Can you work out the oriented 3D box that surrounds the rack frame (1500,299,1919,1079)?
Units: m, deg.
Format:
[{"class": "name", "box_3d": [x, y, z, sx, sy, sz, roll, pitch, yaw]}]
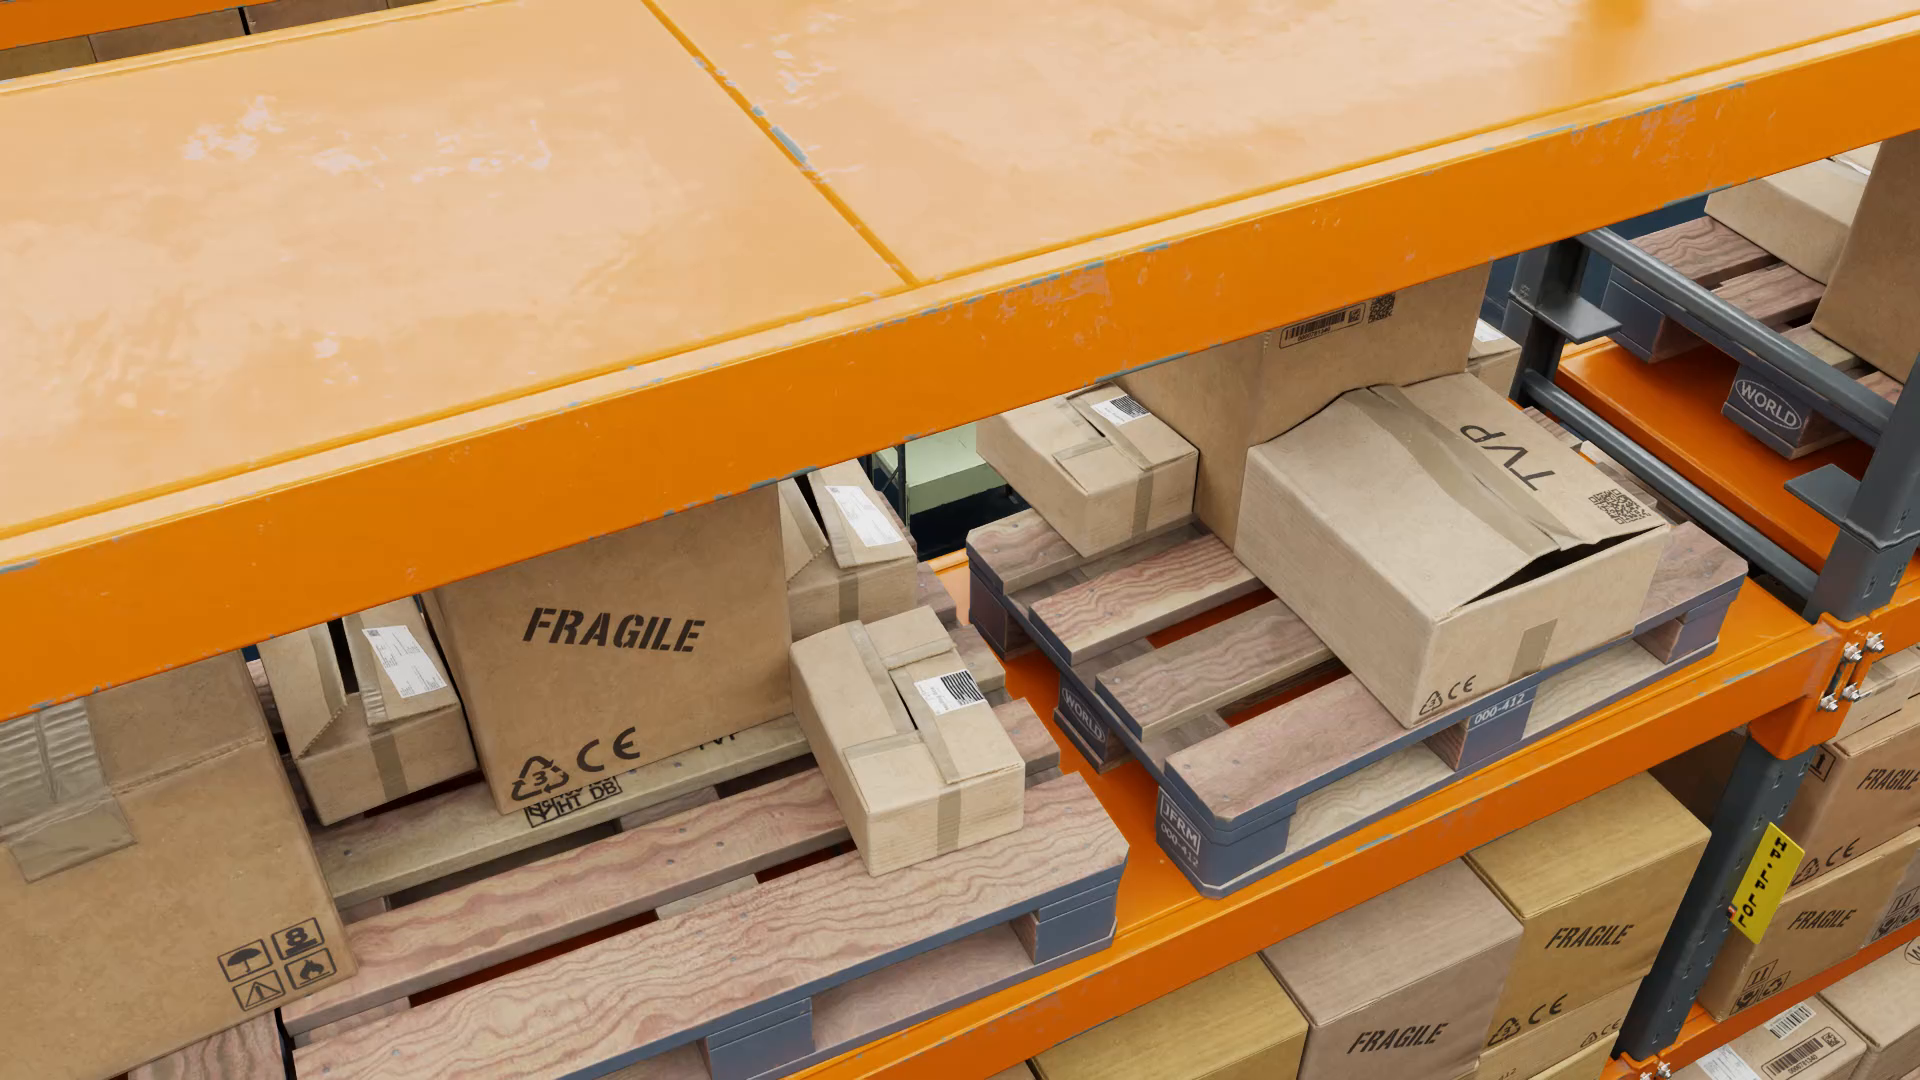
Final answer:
[{"class": "rack frame", "box_3d": [1.518, 0.865, 4.395, 0.127, 3.000, 1.000, -19, 44, -21]}]

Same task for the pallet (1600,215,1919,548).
[{"class": "pallet", "box_3d": [2.249, -0.484, 3.736, 1.213, 0.211, 1.003, -19, 44, -21]}]

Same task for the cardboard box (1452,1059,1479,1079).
[{"class": "cardboard box", "box_3d": [0.800, 1.156, 3.781, 0.500, 0.250, 0.500, -18, 43, -20]}]

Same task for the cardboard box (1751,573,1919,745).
[{"class": "cardboard box", "box_3d": [1.918, 0.253, 3.766, 0.250, 0.149, 0.380, -19, 44, -21]}]

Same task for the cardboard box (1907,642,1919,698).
[{"class": "cardboard box", "box_3d": [2.138, 0.167, 3.867, 0.250, 0.149, 0.380, -18, 43, -20]}]

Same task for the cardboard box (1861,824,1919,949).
[{"class": "cardboard box", "box_3d": [2.503, 0.689, 4.525, 0.500, 0.500, 0.500, -18, 44, -20]}]

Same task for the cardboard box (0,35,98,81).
[{"class": "cardboard box", "box_3d": [-5.986, -3.163, 10.473, 0.875, 0.875, 1.225, -21, 44, -23]}]

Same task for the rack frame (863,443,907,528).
[{"class": "rack frame", "box_3d": [-0.331, -0.461, 7.123, 0.023, 1.500, 0.400, -19, 44, -21]}]

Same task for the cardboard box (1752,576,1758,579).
[{"class": "cardboard box", "box_3d": [1.809, 0.147, 4.393, 0.500, 0.500, 0.500, -19, 44, -21]}]

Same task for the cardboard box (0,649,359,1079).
[{"class": "cardboard box", "box_3d": [-1.239, 0.312, 2.325, 0.500, 0.500, 0.700, -21, 44, -23]}]

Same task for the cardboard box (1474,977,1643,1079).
[{"class": "cardboard box", "box_3d": [1.239, 1.003, 3.962, 0.500, 0.250, 0.500, -19, 44, -21]}]

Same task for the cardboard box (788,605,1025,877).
[{"class": "cardboard box", "box_3d": [-0.090, 0.300, 2.597, 0.250, 0.166, 0.380, -15, 43, -17]}]

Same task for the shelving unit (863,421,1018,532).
[{"class": "shelving unit", "box_3d": [-0.006, -0.570, 7.252, 0.755, 1.500, 0.431, -19, 44, -21]}]

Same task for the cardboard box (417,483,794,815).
[{"class": "cardboard box", "box_3d": [-0.600, 0.024, 2.665, 0.500, 0.500, 0.500, -18, 44, -20]}]

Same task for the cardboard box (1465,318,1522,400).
[{"class": "cardboard box", "box_3d": [0.913, -0.440, 3.394, 0.258, 0.266, 0.396, -19, 44, -21]}]

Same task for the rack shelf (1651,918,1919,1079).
[{"class": "rack shelf", "box_3d": [3.292, 0.543, 5.332, 4.000, 0.370, 1.077, -19, 44, -21]}]

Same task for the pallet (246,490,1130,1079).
[{"class": "pallet", "box_3d": [-0.493, 0.428, 2.736, 1.213, 0.211, 1.003, -17, 43, -19]}]

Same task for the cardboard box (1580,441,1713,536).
[{"class": "cardboard box", "box_3d": [1.644, -0.076, 4.154, 0.250, 0.149, 0.380, -19, 44, -21]}]

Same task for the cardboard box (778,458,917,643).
[{"class": "cardboard box", "box_3d": [-0.264, -0.044, 2.926, 0.258, 0.266, 0.396, -15, 43, -17]}]

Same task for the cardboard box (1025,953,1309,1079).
[{"class": "cardboard box", "box_3d": [0.324, 1.022, 3.359, 0.500, 0.500, 0.500, -17, 43, -19]}]

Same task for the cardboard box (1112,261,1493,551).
[{"class": "cardboard box", "box_3d": [0.602, -0.381, 3.143, 0.500, 0.500, 0.500, -19, 44, -21]}]

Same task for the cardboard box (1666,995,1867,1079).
[{"class": "cardboard box", "box_3d": [2.125, 1.557, 5.236, 0.875, 0.438, 0.875, -19, 44, -21]}]

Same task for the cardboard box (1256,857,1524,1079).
[{"class": "cardboard box", "box_3d": [0.782, 0.881, 3.525, 0.500, 0.500, 0.500, -18, 43, -20]}]

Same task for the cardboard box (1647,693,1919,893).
[{"class": "cardboard box", "box_3d": [2.052, 0.442, 4.043, 0.500, 0.500, 0.500, -18, 44, -20]}]

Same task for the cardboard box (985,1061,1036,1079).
[{"class": "cardboard box", "box_3d": [-0.129, 1.185, 3.167, 0.500, 0.500, 0.500, -18, 43, -20]}]

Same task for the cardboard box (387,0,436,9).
[{"class": "cardboard box", "box_3d": [-3.618, -3.960, 11.415, 0.875, 0.875, 1.225, -18, 44, -21]}]

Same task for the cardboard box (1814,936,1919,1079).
[{"class": "cardboard box", "box_3d": [2.918, 1.290, 5.552, 0.875, 0.438, 0.875, -20, 44, -22]}]

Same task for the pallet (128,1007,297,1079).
[{"class": "pallet", "box_3d": [-1.483, 0.764, 2.339, 1.003, 0.211, 1.213, -17, 43, -19]}]

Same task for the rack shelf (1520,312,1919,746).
[{"class": "rack shelf", "box_3d": [3.292, -0.602, 4.363, 4.000, 0.370, 1.077, -19, 44, -21]}]

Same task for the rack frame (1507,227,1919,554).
[{"class": "rack frame", "box_3d": [1.518, -1.424, 2.457, 0.127, 3.000, 1.000, -19, 44, -21]}]

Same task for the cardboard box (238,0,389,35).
[{"class": "cardboard box", "box_3d": [-4.410, -3.693, 11.099, 0.875, 0.875, 1.225, -20, 44, -22]}]

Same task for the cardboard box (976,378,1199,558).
[{"class": "cardboard box", "box_3d": [0.234, -0.174, 3.156, 0.250, 0.166, 0.380, -22, 45, -23]}]

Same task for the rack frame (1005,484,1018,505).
[{"class": "rack frame", "box_3d": [0.319, -0.680, 7.381, 0.023, 1.500, 0.400, -19, 44, -21]}]

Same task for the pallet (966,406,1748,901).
[{"class": "pallet", "box_3d": [0.728, 0.095, 3.131, 1.217, 0.209, 0.805, -20, 44, -22]}]

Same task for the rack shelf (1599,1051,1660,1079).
[{"class": "rack shelf", "box_3d": [-0.256, 1.737, 3.922, 4.000, 0.370, 1.077, -19, 44, -21]}]

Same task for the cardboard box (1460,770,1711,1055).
[{"class": "cardboard box", "box_3d": [1.238, 0.723, 3.712, 0.500, 0.500, 0.500, -17, 43, -19]}]

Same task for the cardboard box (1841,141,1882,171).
[{"class": "cardboard box", "box_3d": [2.171, -0.835, 3.874, 0.250, 0.149, 0.380, -18, 43, -20]}]

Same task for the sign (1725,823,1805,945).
[{"class": "sign", "box_3d": [1.777, 0.762, 3.682, 0.005, 0.325, 0.100, -19, 44, -21]}]

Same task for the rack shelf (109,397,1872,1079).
[{"class": "rack shelf", "box_3d": [-0.256, 0.592, 2.953, 4.000, 0.370, 1.077, -19, 44, -21]}]

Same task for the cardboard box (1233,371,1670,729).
[{"class": "cardboard box", "box_3d": [0.833, -0.022, 2.866, 0.500, 0.311, 0.500, -19, 44, -21]}]

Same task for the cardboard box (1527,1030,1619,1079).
[{"class": "cardboard box", "box_3d": [1.237, 1.201, 4.115, 0.500, 0.250, 0.500, -20, 44, -22]}]

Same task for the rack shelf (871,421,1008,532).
[{"class": "rack shelf", "box_3d": [-0.006, -0.322, 7.463, 0.720, 0.370, 0.431, -19, 44, -21]}]

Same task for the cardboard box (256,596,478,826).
[{"class": "cardboard box", "box_3d": [-0.970, 0.194, 2.646, 0.258, 0.266, 0.396, -20, 44, -22]}]

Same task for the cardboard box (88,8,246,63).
[{"class": "cardboard box", "box_3d": [-5.191, -3.424, 10.782, 0.875, 0.875, 1.225, -18, 44, -21]}]

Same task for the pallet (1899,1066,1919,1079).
[{"class": "pallet", "box_3d": [3.312, 1.381, 5.944, 1.213, 0.211, 1.003, -19, 44, -21]}]

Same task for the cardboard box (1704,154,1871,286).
[{"class": "cardboard box", "box_3d": [1.937, -0.801, 3.743, 0.258, 0.266, 0.396, -17, 43, -19]}]

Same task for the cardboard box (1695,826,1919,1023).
[{"class": "cardboard box", "box_3d": [2.055, 0.837, 4.351, 0.500, 0.500, 0.500, -17, 43, -19]}]

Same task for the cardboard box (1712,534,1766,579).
[{"class": "cardboard box", "box_3d": [1.928, -0.093, 4.173, 0.250, 0.149, 0.380, -18, 43, -20]}]

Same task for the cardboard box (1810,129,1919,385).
[{"class": "cardboard box", "box_3d": [2.137, -0.571, 3.291, 0.500, 0.500, 0.500, -18, 43, -20]}]
